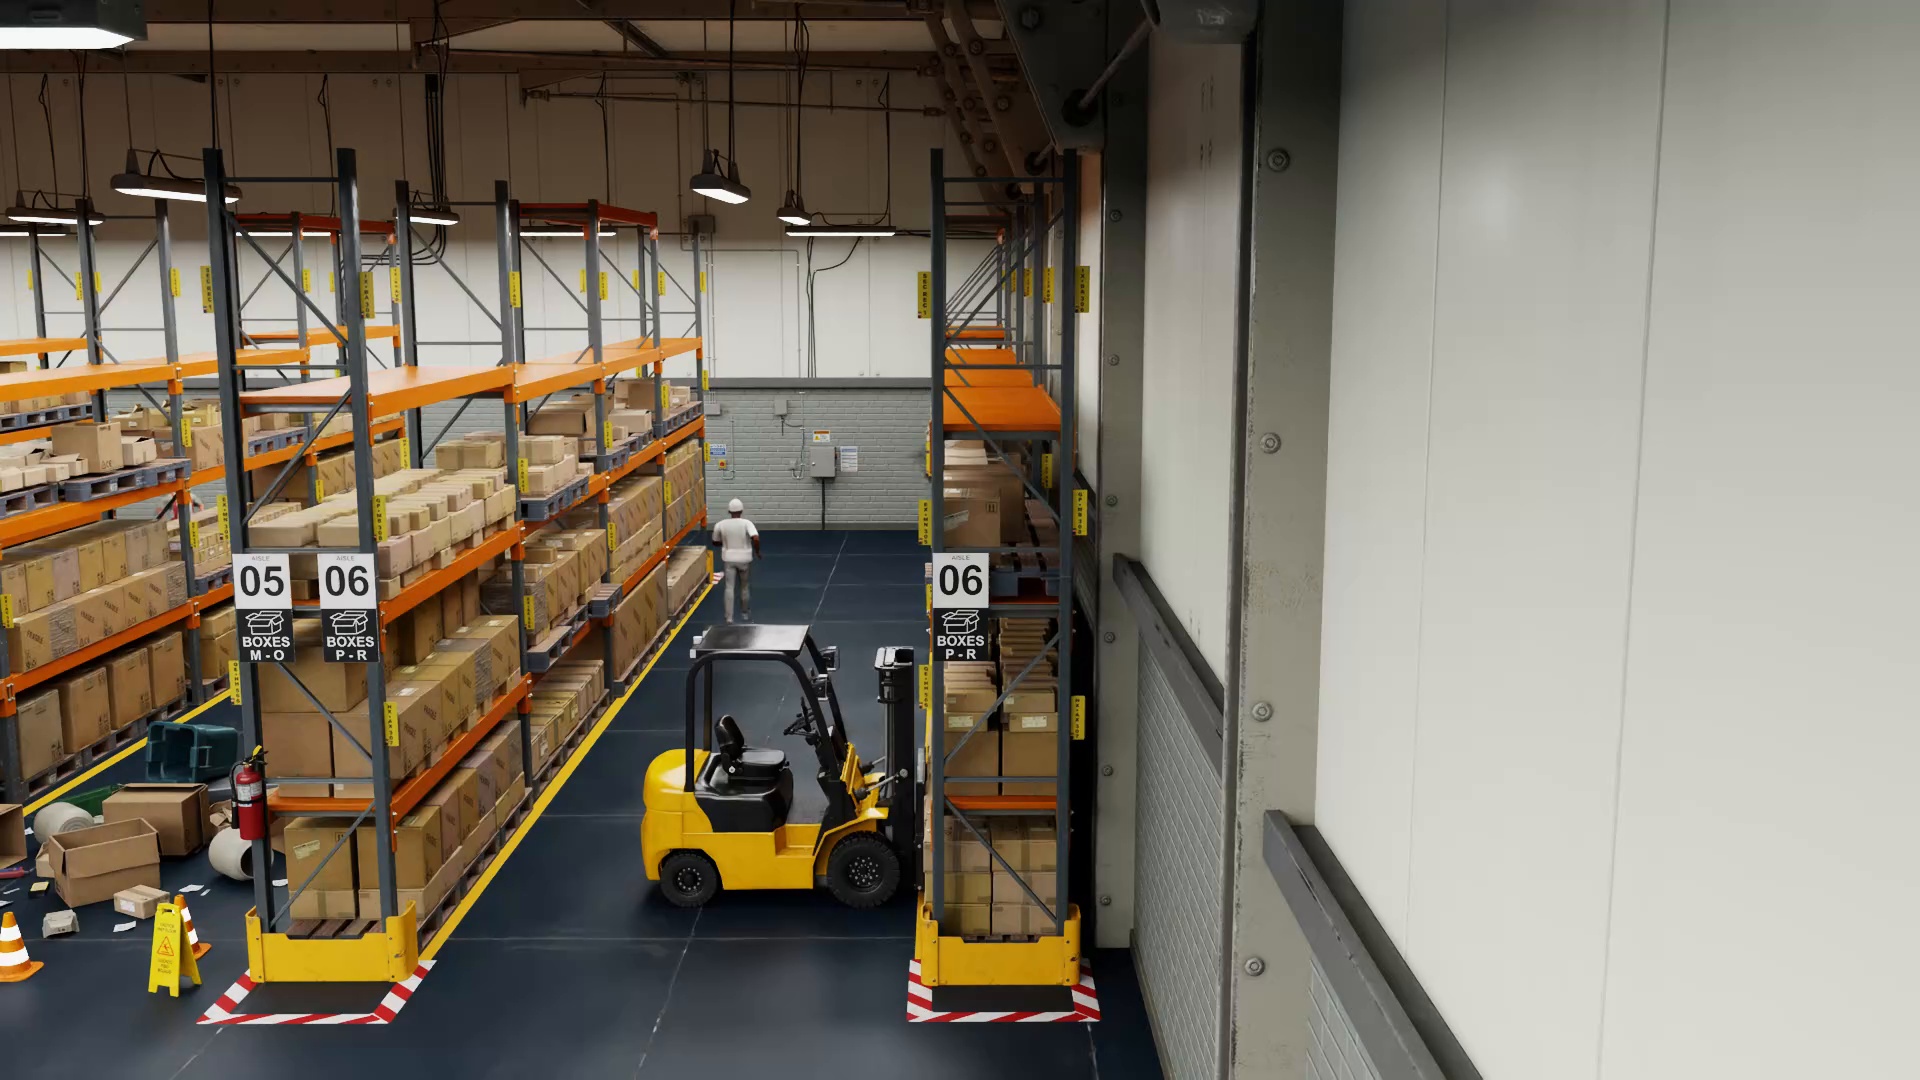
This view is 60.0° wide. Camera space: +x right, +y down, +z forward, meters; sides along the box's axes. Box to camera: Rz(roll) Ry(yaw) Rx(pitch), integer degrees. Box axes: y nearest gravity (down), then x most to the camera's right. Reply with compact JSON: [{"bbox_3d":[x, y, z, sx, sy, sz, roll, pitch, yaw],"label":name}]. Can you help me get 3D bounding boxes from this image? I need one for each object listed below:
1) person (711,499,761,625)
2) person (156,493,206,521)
[{"bbox_3d":[-3.082,0.319,23.002,0.699,1.804,0.919,0,9,0],"label":"person"},{"bbox_3d":[-13.237,-0.203,28.332,0.784,1.751,0.618,-8,12,-40],"label":"person"}]
